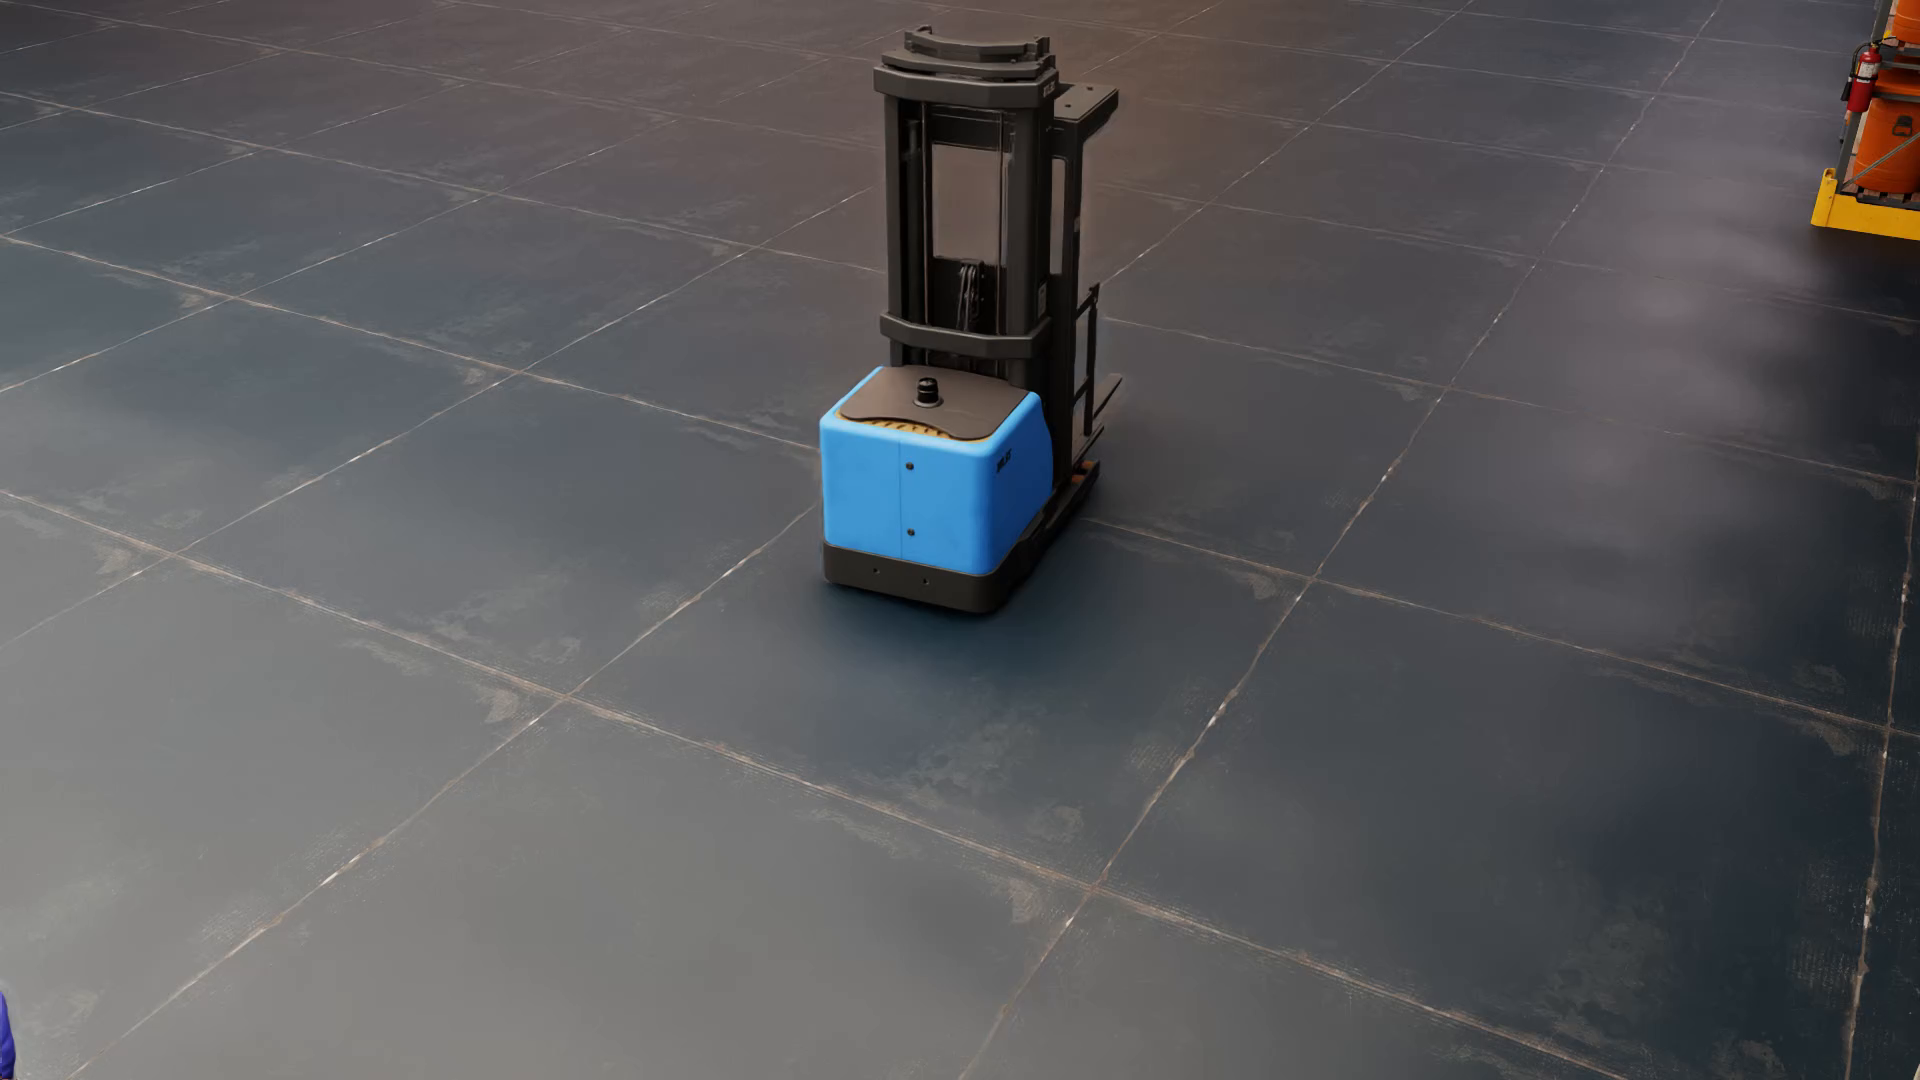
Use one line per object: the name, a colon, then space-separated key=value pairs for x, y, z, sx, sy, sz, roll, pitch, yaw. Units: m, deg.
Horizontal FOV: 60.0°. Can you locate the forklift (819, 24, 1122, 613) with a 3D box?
forklift: x=0.244 y=-1.588 z=9.822 sx=1.130 sy=2.935 sz=3.031 roll=11 pitch=32 yaw=19

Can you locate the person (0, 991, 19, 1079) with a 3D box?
person: x=-3.126 y=1.837 z=5.211 sx=0.892 sy=1.636 sz=0.730 roll=18 pitch=35 yaw=28
